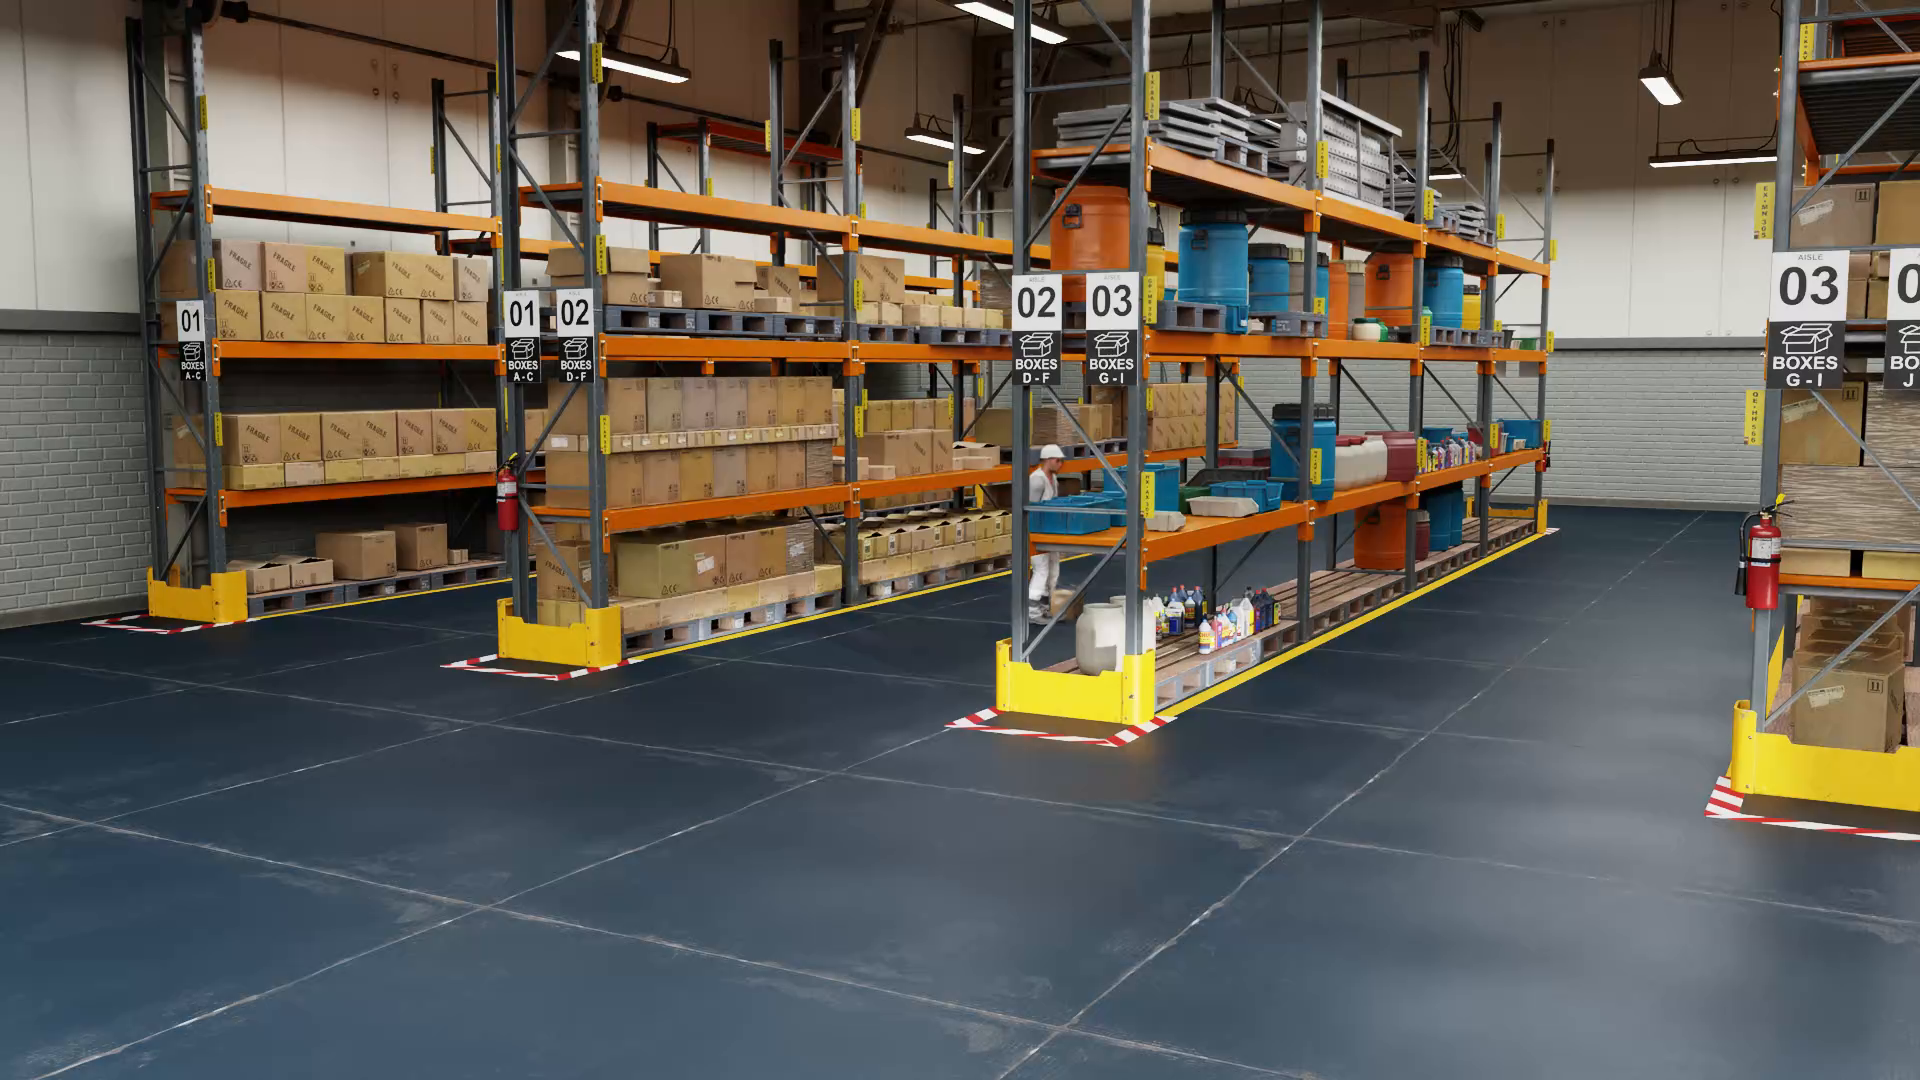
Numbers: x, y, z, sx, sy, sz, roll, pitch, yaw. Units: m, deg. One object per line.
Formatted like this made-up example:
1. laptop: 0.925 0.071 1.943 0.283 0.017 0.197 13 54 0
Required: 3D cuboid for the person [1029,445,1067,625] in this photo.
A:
1. person: 0.853 -0.060 16.585 0.438 1.781 0.566 3 7 27
